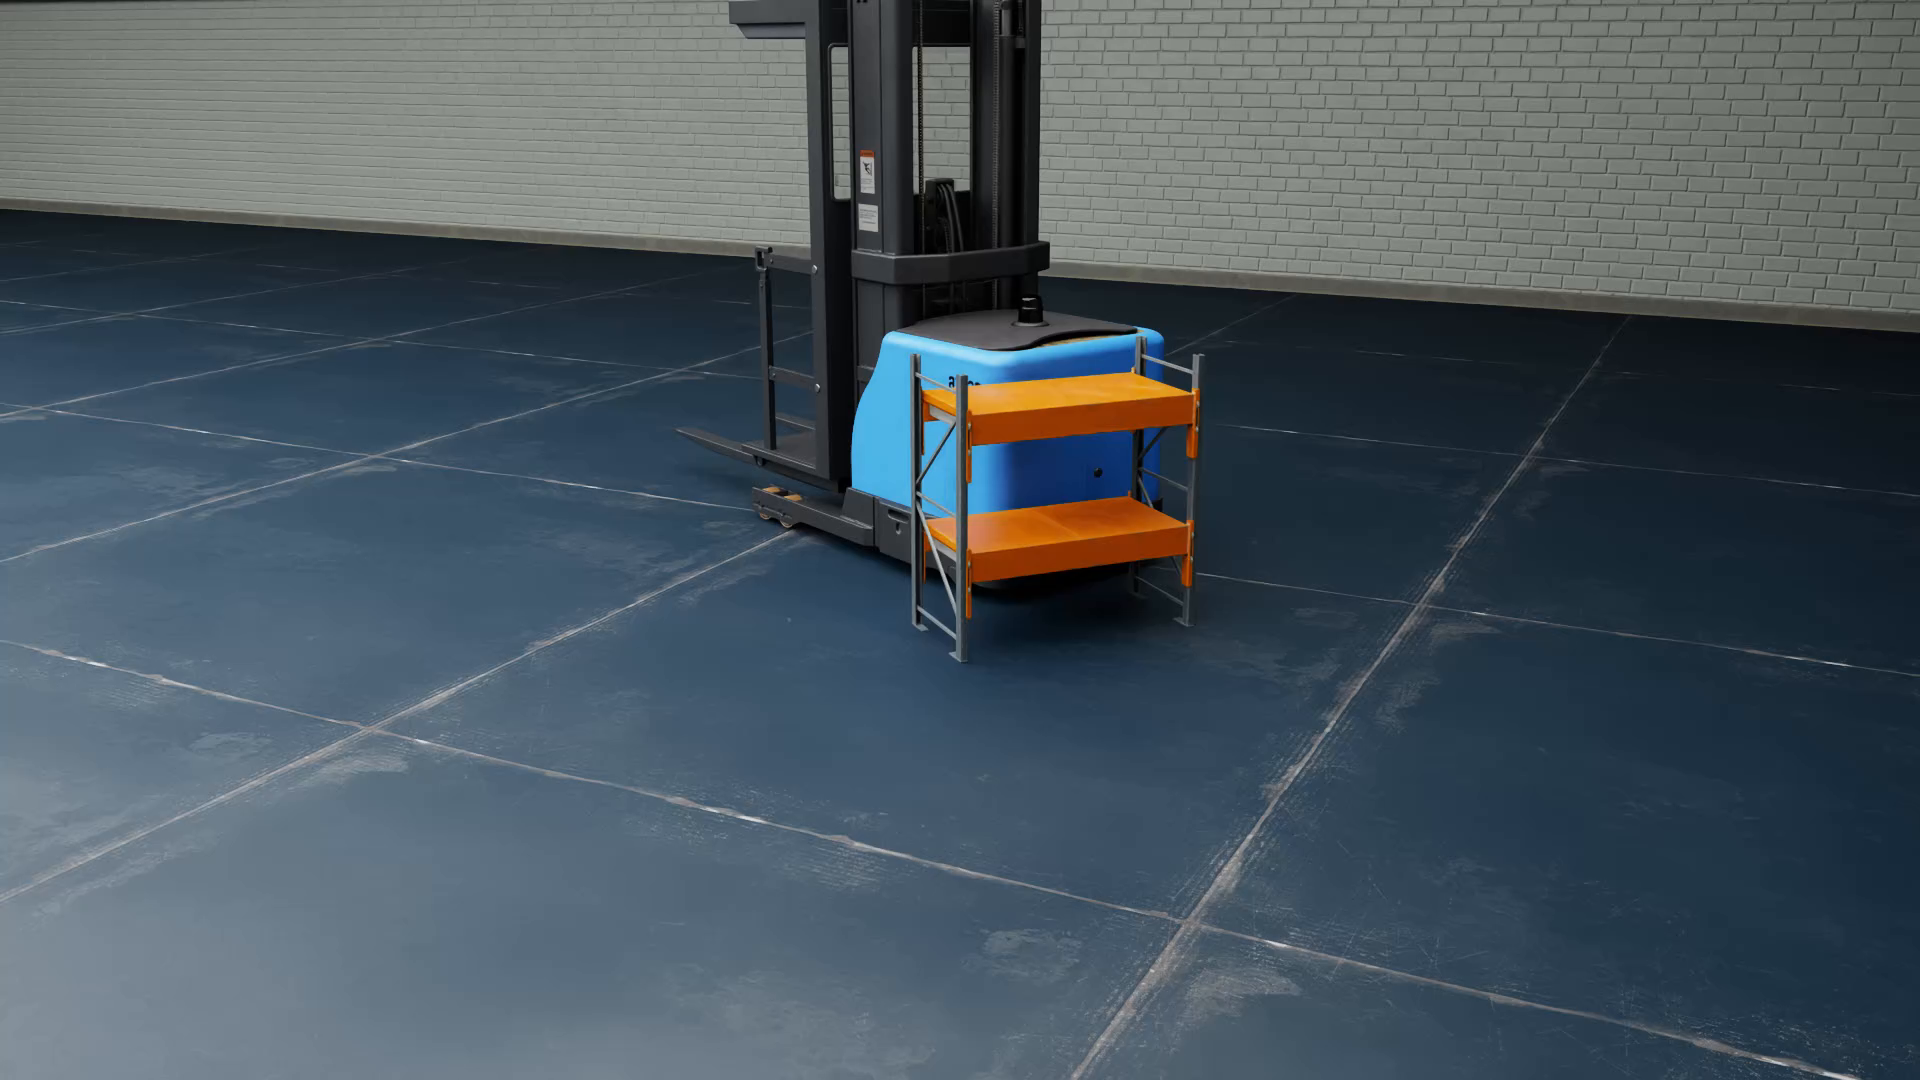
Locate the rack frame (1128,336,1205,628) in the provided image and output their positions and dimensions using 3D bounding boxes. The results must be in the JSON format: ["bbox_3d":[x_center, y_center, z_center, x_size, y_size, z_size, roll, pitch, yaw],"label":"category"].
[{"bbox_3d":[0.847,-0.247,6.879,0.032,1.125,0.500,-7,18,-23],"label":"rack frame"}]

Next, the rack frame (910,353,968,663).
[{"bbox_3d":[-0.084,-0.130,6.487,0.032,1.125,0.500,-7,18,-23],"label":"rack frame"}]

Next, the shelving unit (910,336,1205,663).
[{"bbox_3d":[0.381,-0.188,6.683,1.048,1.125,0.538,-7,18,-23],"label":"shelving unit"}]

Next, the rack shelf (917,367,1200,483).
[{"bbox_3d":[0.381,-0.469,6.600,1.000,0.278,0.538,-7,18,-23],"label":"rack shelf"}]

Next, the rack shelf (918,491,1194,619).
[{"bbox_3d":[0.381,0.046,6.753,1.000,0.278,0.538,-7,18,-23],"label":"rack shelf"}]

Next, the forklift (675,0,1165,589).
[{"bbox_3d":[-0.393,-1.543,8.071,1.130,2.935,3.031,-13,21,-37],"label":"forklift"}]
